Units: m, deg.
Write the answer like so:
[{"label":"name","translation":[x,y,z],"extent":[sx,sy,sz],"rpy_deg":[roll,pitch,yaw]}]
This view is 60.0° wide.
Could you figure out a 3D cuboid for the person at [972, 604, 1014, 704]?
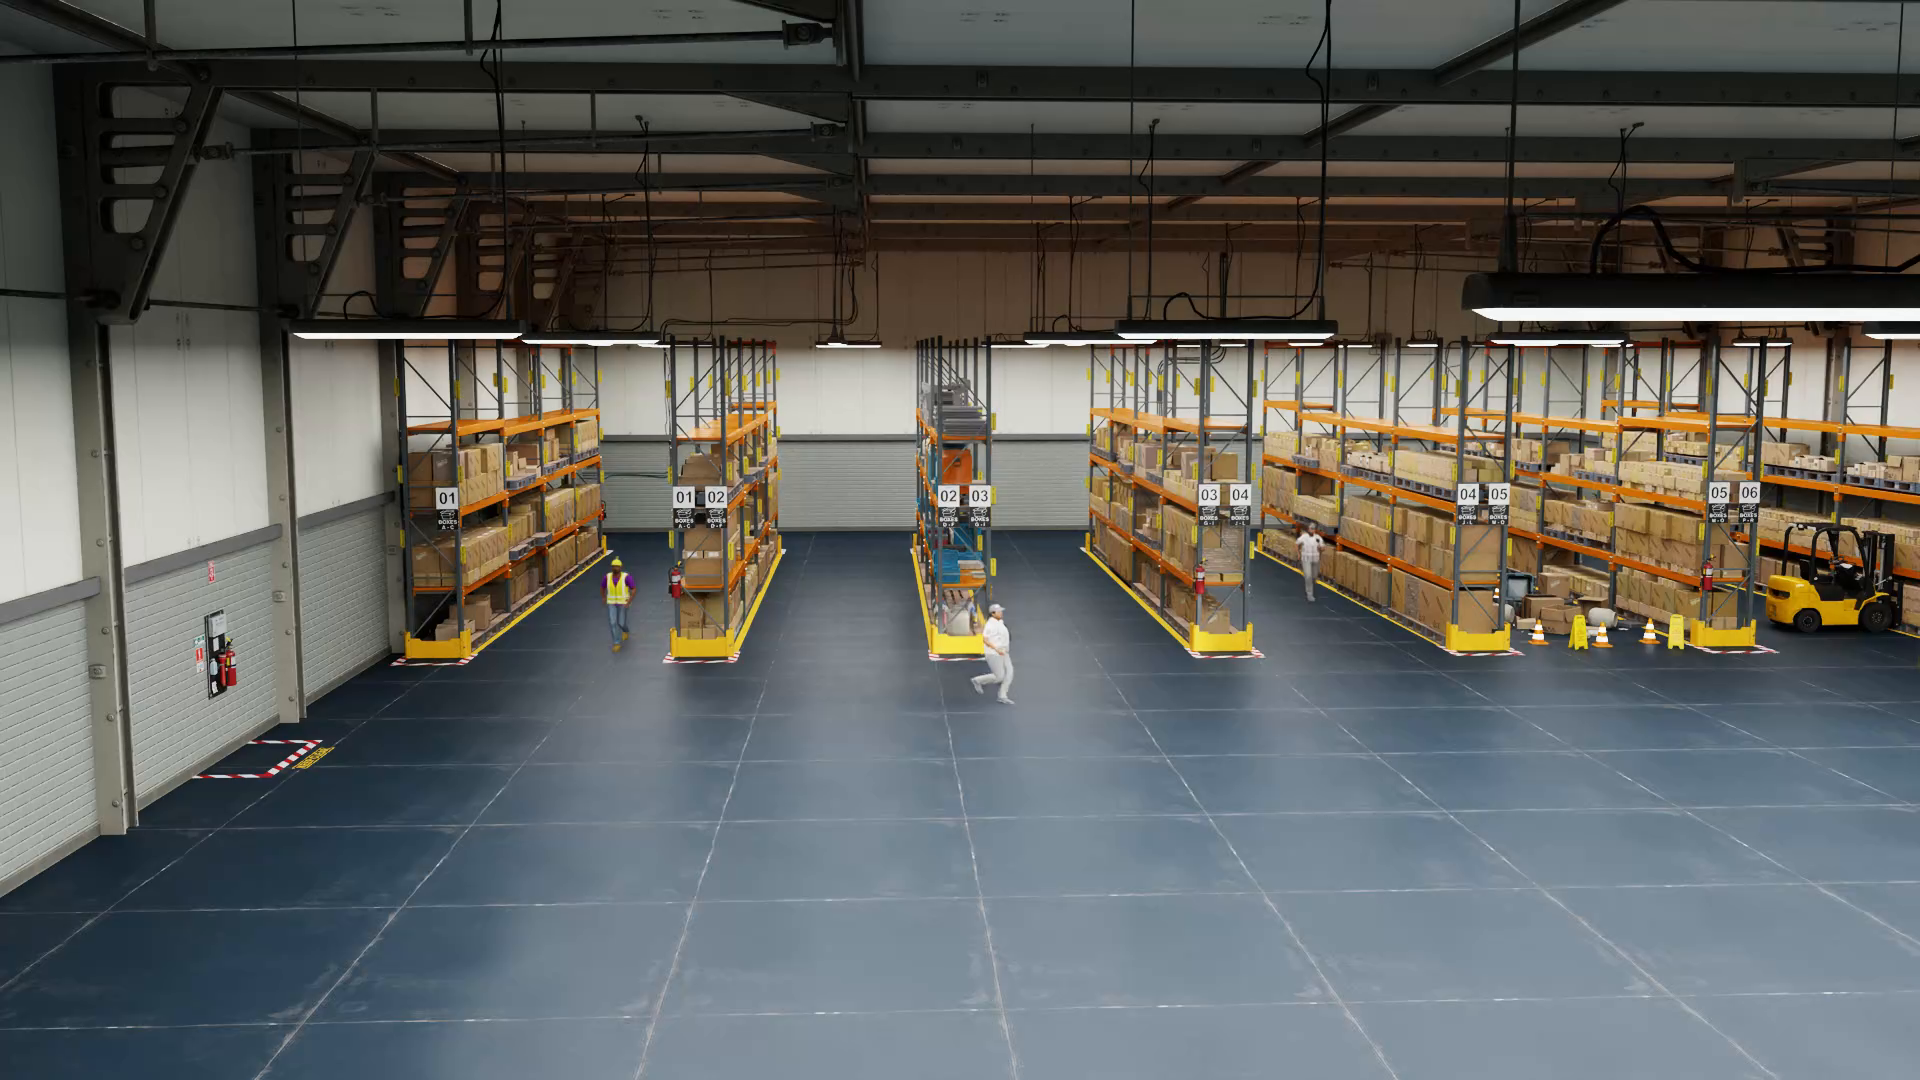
[{"label":"person","translation":[0.560,1.855,27.139],"extent":[0.694,1.639,0.616],"rpy_deg":[3,7,25]}]

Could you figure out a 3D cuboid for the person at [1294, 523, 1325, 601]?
[{"label":"person","translation":[8.079,0.474,38.279],"extent":[0.662,1.768,0.953],"rpy_deg":[-1,7,-6]}]

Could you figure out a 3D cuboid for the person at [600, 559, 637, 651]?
[{"label":"person","translation":[-6.598,1.231,32.107],"extent":[0.706,1.754,0.782],"rpy_deg":[0,6,-1]}]
